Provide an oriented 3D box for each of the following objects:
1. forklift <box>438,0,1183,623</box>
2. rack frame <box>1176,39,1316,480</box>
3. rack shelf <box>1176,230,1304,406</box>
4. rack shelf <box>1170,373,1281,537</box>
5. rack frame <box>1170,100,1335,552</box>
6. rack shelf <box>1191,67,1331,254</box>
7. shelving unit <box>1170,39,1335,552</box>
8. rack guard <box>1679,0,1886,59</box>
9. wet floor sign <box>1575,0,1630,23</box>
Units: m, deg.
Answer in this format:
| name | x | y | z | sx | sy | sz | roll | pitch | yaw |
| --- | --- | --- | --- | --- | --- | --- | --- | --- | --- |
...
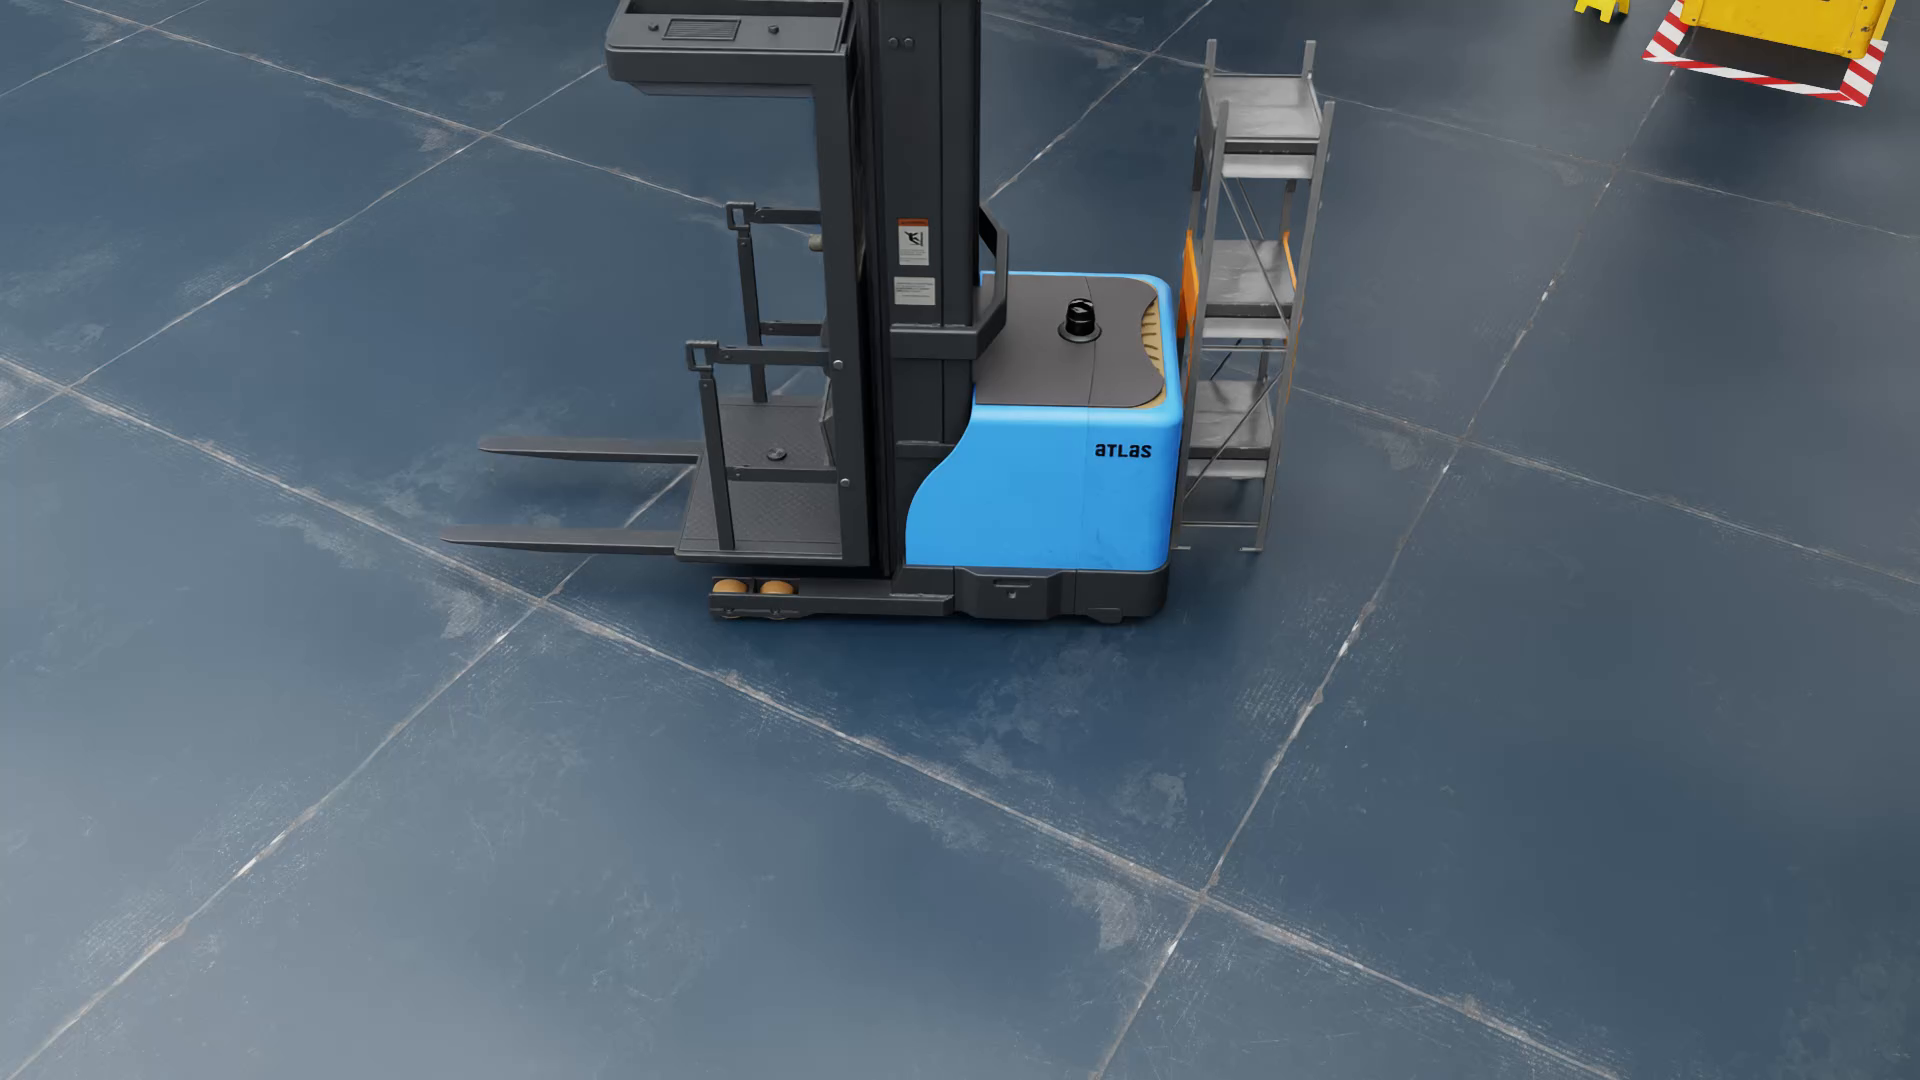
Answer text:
| name | x | y | z | sx | sy | sz | roll | pitch | yaw |
| --- | --- | --- | --- | --- | --- | --- | --- | --- | --- |
| forklift | -0.647 | -1.118 | 6.302 | 3.031 | 2.935 | 1.130 | 2 | 41 | 2 |
| rack frame | 1.122 | -1.067 | 6.873 | 0.400 | 2.100 | 0.015 | 1 | 41 | 1 |
| rack shelf | 1.116 | -0.896 | 6.699 | 0.431 | 0.518 | 0.480 | 1 | 41 | 1 |
| rack shelf | 1.116 | -0.370 | 7.162 | 0.431 | 0.518 | 0.480 | 1 | 41 | 1 |
| rack frame | 1.109 | -0.745 | 6.507 | 0.400 | 2.100 | 0.015 | 1 | 41 | 1 |
| rack shelf | 1.116 | -1.421 | 6.236 | 0.431 | 0.518 | 0.480 | 1 | 41 | 1 |
| shelving unit | 1.116 | -0.906 | 6.690 | 0.431 | 2.100 | 0.503 | 1 | 41 | 1 |
| rack guard | 5.430 | -3.584 | 10.941 | 1.175 | 0.500 | 0.348 | 21 | 45 | 22 |
| wet floor sign | 4.370 | -3.840 | 11.122 | 0.232 | 0.644 | 0.267 | -29 | 49 | -29 |
